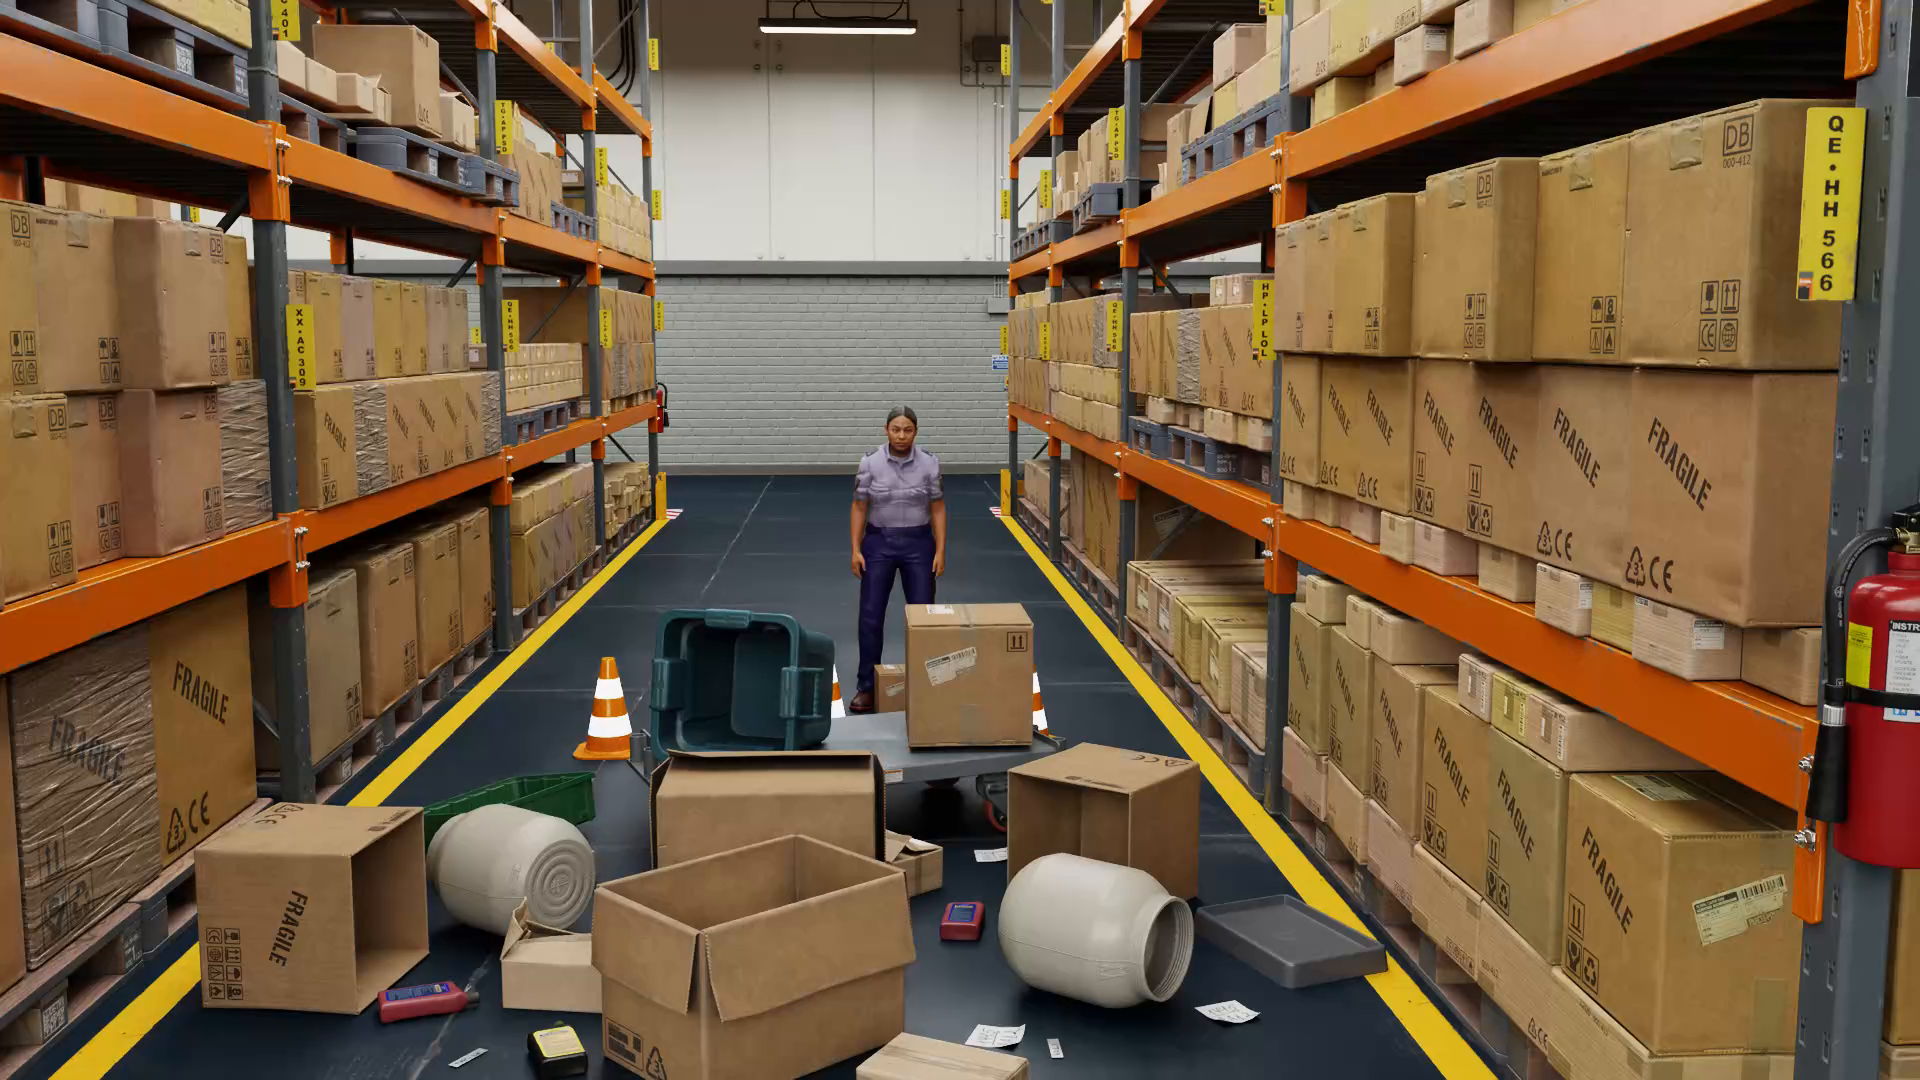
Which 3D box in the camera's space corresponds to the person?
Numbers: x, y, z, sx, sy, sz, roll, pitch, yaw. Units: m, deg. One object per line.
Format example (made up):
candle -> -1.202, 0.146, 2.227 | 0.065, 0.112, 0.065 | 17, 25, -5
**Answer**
person -> -0.340, 0.088, 9.063 | 0.537, 1.651, 0.374 | 0, 7, -3
